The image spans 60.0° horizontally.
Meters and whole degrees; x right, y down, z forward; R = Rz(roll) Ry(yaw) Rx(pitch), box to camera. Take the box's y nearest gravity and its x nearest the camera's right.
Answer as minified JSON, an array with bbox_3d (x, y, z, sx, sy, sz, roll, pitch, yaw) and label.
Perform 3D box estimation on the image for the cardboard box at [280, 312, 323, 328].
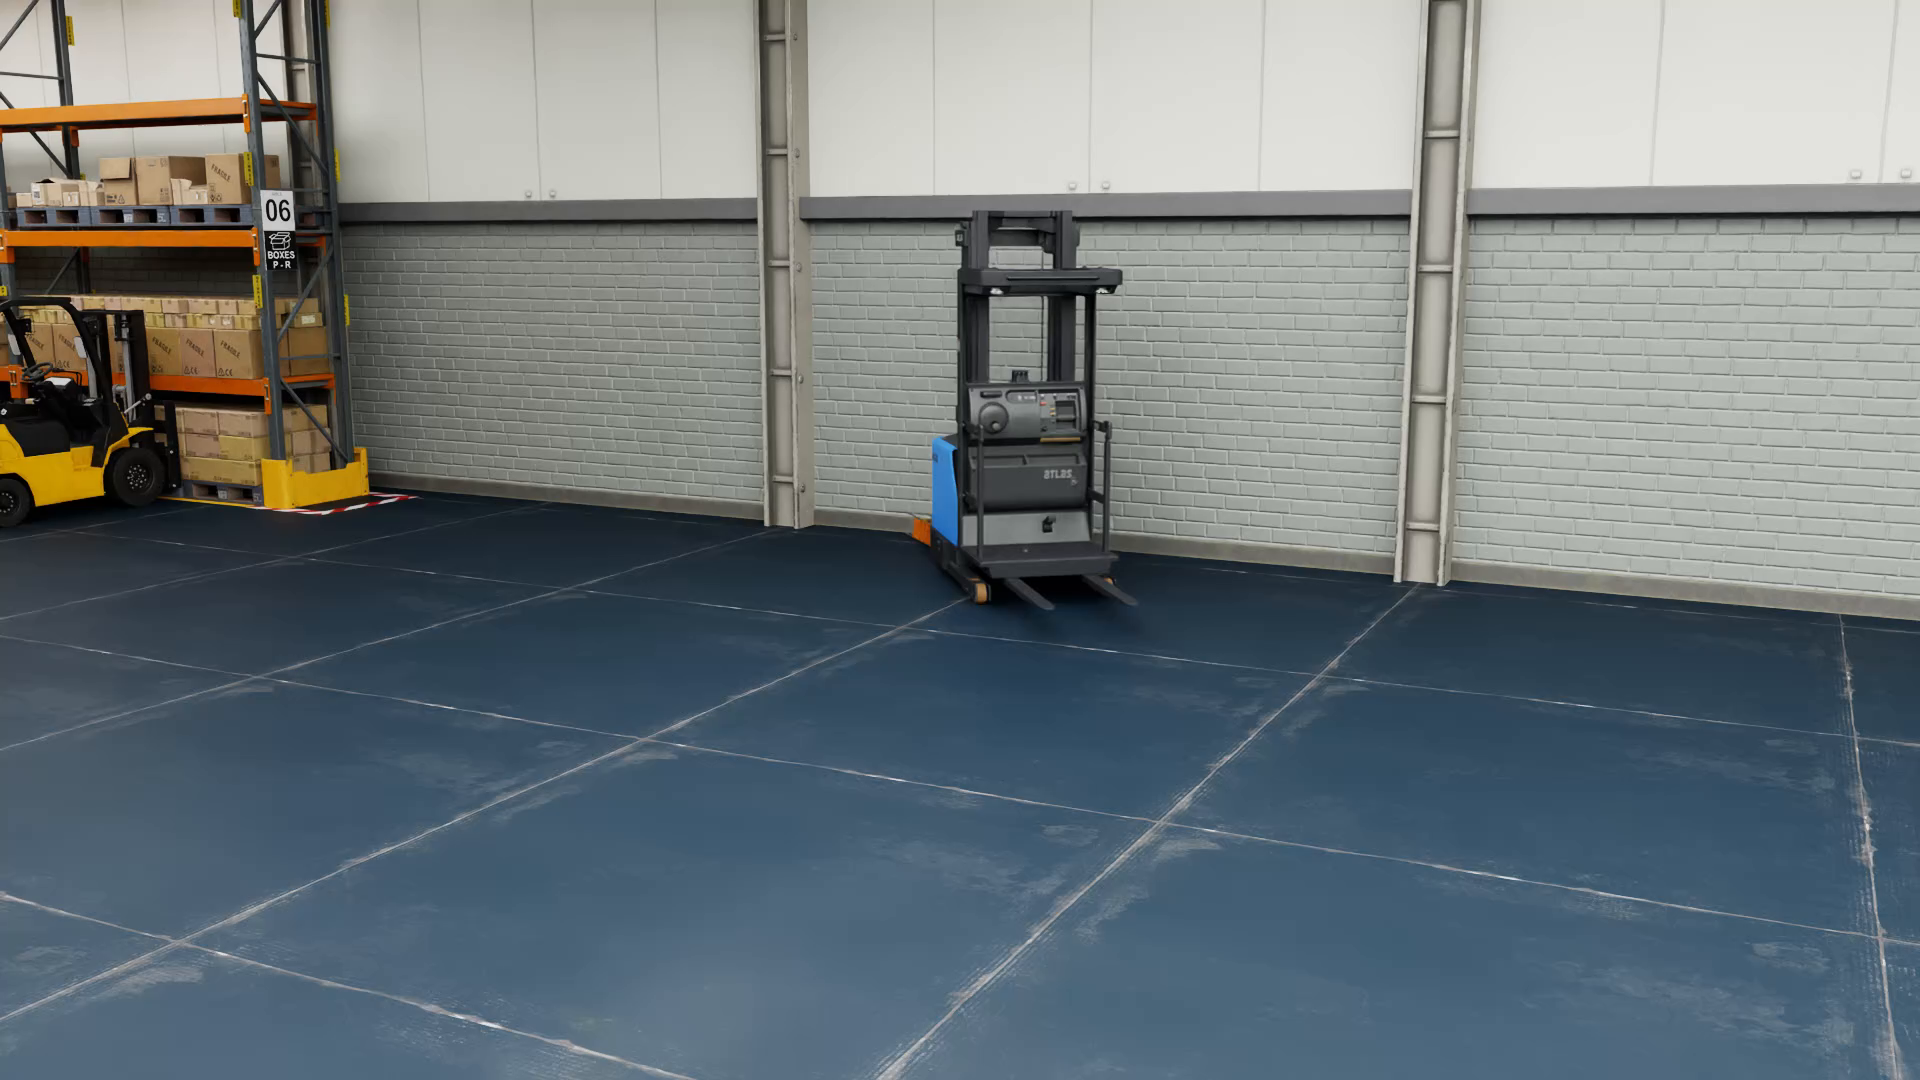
[{"bbox_3d":[-6.988,-2.332,17.613,0.250,0.149,0.380,5,11,24],"label":"cardboard box"}]

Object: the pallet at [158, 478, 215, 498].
[{"bbox_3d":[-8.593,-0.674,18.379,1.213,0.211,1.003,5,11,26],"label":"pallet"}]

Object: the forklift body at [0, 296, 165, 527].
[{"bbox_3d":[-9.307,-1.336,16.594,1.214,2.155,2.313,5,11,26],"label":"forklift body"}]

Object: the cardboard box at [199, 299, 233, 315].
[{"bbox_3d":[-7.695,-2.436,17.349,0.250,0.149,0.380,5,12,27],"label":"cardboard box"}]

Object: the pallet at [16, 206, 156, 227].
[{"bbox_3d":[-9.610,-3.580,18.436,1.213,0.211,1.003,5,11,26],"label":"pallet"}]

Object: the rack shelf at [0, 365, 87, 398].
[{"bbox_3d":[-12.180,-2.015,19.979,4.000,0.370,1.077,5,11,26],"label":"rack shelf"}]

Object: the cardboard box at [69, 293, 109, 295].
[{"bbox_3d":[-9.966,-2.749,19.079,0.250,0.149,0.380,5,11,26],"label":"cardboard box"}]

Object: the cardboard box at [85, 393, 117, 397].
[{"bbox_3d":[-9.859,-1.549,19.119,0.500,0.250,0.500,5,12,27],"label":"cardboard box"}]

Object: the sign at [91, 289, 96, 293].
[{"bbox_3d":[-10.142,-2.765,19.451,0.005,0.325,0.100,5,11,26],"label":"sign"}]

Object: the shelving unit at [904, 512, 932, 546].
[{"bbox_3d":[-0.219,-0.066,14.903,0.258,0.189,1.200,5,7,-19],"label":"shelving unit"}]

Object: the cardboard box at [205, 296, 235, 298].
[{"bbox_3d":[-7.931,-2.554,18.004,0.250,0.149,0.380,5,12,28],"label":"cardboard box"}]

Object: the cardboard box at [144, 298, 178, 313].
[{"bbox_3d":[-8.402,-2.490,17.647,0.250,0.149,0.380,5,12,27],"label":"cardboard box"}]

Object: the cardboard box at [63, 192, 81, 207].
[{"bbox_3d":[-9.429,-3.675,17.955,0.250,0.149,0.380,5,12,28],"label":"cardboard box"}]

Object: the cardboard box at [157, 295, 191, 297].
[{"bbox_3d":[-8.619,-2.618,18.355,0.250,0.149,0.380,5,12,27],"label":"cardboard box"}]

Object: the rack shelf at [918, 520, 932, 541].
[{"bbox_3d":[-0.233,-0.072,14.945,0.258,0.180,0.103,5,7,-19],"label":"rack shelf"}]

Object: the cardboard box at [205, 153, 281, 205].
[{"bbox_3d":[-7.304,-3.673,16.958,0.500,0.500,0.500,5,12,28],"label":"cardboard box"}]

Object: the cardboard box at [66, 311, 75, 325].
[{"bbox_3d":[-9.549,-2.445,18.234,0.250,0.149,0.380,5,12,27],"label":"cardboard box"}]

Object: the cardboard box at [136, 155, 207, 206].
[{"bbox_3d":[-8.178,-3.770,17.492,0.500,0.500,0.700,5,11,26],"label":"cardboard box"}]

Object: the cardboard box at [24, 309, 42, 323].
[{"bbox_3d":[-10.217,-2.512,18.607,0.250,0.149,0.380,5,11,25],"label":"cardboard box"}]

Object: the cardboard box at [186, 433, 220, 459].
[{"bbox_3d":[-7.819,-1.025,17.630,0.500,0.250,0.500,5,11,25],"label":"cardboard box"}]

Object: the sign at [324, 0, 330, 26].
[{"bbox_3d":[-6.548,-5.474,17.158,0.005,0.325,0.100,5,11,26],"label":"sign"}]

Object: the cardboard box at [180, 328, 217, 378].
[{"bbox_3d":[-7.818,-1.984,17.510,0.500,0.500,0.500,5,12,28],"label":"cardboard box"}]

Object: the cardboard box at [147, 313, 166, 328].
[{"bbox_3d":[-8.395,-2.344,17.677,0.250,0.149,0.380,5,11,26],"label":"cardboard box"}]

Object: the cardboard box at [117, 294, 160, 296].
[{"bbox_3d":[-9.264,-2.694,18.776,0.250,0.149,0.380,5,11,25],"label":"cardboard box"}]

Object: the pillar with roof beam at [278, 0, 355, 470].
[{"bbox_3d":[-8.930,-4.359,14.068,0.400,9.000,9.100,5,11,26],"label":"pillar with roof beam"}]

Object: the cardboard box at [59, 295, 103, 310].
[{"bbox_3d":[-9.725,-2.628,18.413,0.250,0.149,0.380,5,11,25],"label":"cardboard box"}]

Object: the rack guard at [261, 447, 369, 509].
[{"bbox_3d":[-6.778,-0.664,17.515,0.348,0.500,1.175,5,11,26],"label":"rack guard"}]

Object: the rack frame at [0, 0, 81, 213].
[{"bbox_3d":[-10.386,-5.163,18.510,0.127,3.000,1.000,5,11,26],"label":"rack frame"}]

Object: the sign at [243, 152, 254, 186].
[{"bbox_3d":[-7.052,-3.683,16.491,0.005,0.325,0.100,5,11,26],"label":"sign"}]

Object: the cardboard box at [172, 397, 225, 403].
[{"bbox_3d":[-8.496,-1.431,18.468,0.500,0.250,0.500,5,11,25],"label":"cardboard box"}]

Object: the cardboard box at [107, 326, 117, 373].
[{"bbox_3d":[-9.175,-2.105,18.180,0.500,0.500,0.500,5,11,25],"label":"cardboard box"}]

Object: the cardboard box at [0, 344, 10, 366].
[{"bbox_3d":[-10.954,-2.135,19.046,0.500,0.250,0.500,5,12,27],"label":"cardboard box"}]

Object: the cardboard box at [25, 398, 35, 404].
[{"bbox_3d":[-10.091,-1.468,18.675,0.500,0.250,0.500,5,11,25],"label":"cardboard box"}]

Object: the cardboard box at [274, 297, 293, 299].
[{"bbox_3d":[-7.217,-2.502,17.715,0.250,0.149,0.380,5,12,28],"label":"cardboard box"}]

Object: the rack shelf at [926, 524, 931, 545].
[{"bbox_3d":[-0.160,-0.037,14.719,0.258,0.180,0.103,5,7,-19],"label":"rack shelf"}]

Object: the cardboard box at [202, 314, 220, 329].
[{"bbox_3d":[-7.682,-2.292,17.392,0.250,0.149,0.380,5,12,27],"label":"cardboard box"}]

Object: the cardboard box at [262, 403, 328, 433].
[{"bbox_3d":[-7.146,-1.310,17.797,0.500,0.250,0.500,5,11,25],"label":"cardboard box"}]

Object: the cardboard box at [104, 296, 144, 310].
[{"bbox_3d":[-9.041,-2.564,18.060,0.250,0.149,0.380,5,11,26],"label":"cardboard box"}]

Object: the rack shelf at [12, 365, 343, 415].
[{"bbox_3d":[-8.593,-1.699,18.238,4.000,0.370,1.077,5,11,26],"label":"rack shelf"}]

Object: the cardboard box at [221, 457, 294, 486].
[{"bbox_3d":[-7.360,-0.736,17.436,0.500,0.250,0.500,5,11,26],"label":"cardboard box"}]

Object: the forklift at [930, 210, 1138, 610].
[{"bbox_3d":[0.574,-1.026,12.690,1.130,2.935,3.031,-2,11,-13],"label":"forklift"}]

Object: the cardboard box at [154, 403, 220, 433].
[{"bbox_3d":[-8.267,-1.305,17.774,0.500,0.250,0.500,5,11,27],"label":"cardboard box"}]
